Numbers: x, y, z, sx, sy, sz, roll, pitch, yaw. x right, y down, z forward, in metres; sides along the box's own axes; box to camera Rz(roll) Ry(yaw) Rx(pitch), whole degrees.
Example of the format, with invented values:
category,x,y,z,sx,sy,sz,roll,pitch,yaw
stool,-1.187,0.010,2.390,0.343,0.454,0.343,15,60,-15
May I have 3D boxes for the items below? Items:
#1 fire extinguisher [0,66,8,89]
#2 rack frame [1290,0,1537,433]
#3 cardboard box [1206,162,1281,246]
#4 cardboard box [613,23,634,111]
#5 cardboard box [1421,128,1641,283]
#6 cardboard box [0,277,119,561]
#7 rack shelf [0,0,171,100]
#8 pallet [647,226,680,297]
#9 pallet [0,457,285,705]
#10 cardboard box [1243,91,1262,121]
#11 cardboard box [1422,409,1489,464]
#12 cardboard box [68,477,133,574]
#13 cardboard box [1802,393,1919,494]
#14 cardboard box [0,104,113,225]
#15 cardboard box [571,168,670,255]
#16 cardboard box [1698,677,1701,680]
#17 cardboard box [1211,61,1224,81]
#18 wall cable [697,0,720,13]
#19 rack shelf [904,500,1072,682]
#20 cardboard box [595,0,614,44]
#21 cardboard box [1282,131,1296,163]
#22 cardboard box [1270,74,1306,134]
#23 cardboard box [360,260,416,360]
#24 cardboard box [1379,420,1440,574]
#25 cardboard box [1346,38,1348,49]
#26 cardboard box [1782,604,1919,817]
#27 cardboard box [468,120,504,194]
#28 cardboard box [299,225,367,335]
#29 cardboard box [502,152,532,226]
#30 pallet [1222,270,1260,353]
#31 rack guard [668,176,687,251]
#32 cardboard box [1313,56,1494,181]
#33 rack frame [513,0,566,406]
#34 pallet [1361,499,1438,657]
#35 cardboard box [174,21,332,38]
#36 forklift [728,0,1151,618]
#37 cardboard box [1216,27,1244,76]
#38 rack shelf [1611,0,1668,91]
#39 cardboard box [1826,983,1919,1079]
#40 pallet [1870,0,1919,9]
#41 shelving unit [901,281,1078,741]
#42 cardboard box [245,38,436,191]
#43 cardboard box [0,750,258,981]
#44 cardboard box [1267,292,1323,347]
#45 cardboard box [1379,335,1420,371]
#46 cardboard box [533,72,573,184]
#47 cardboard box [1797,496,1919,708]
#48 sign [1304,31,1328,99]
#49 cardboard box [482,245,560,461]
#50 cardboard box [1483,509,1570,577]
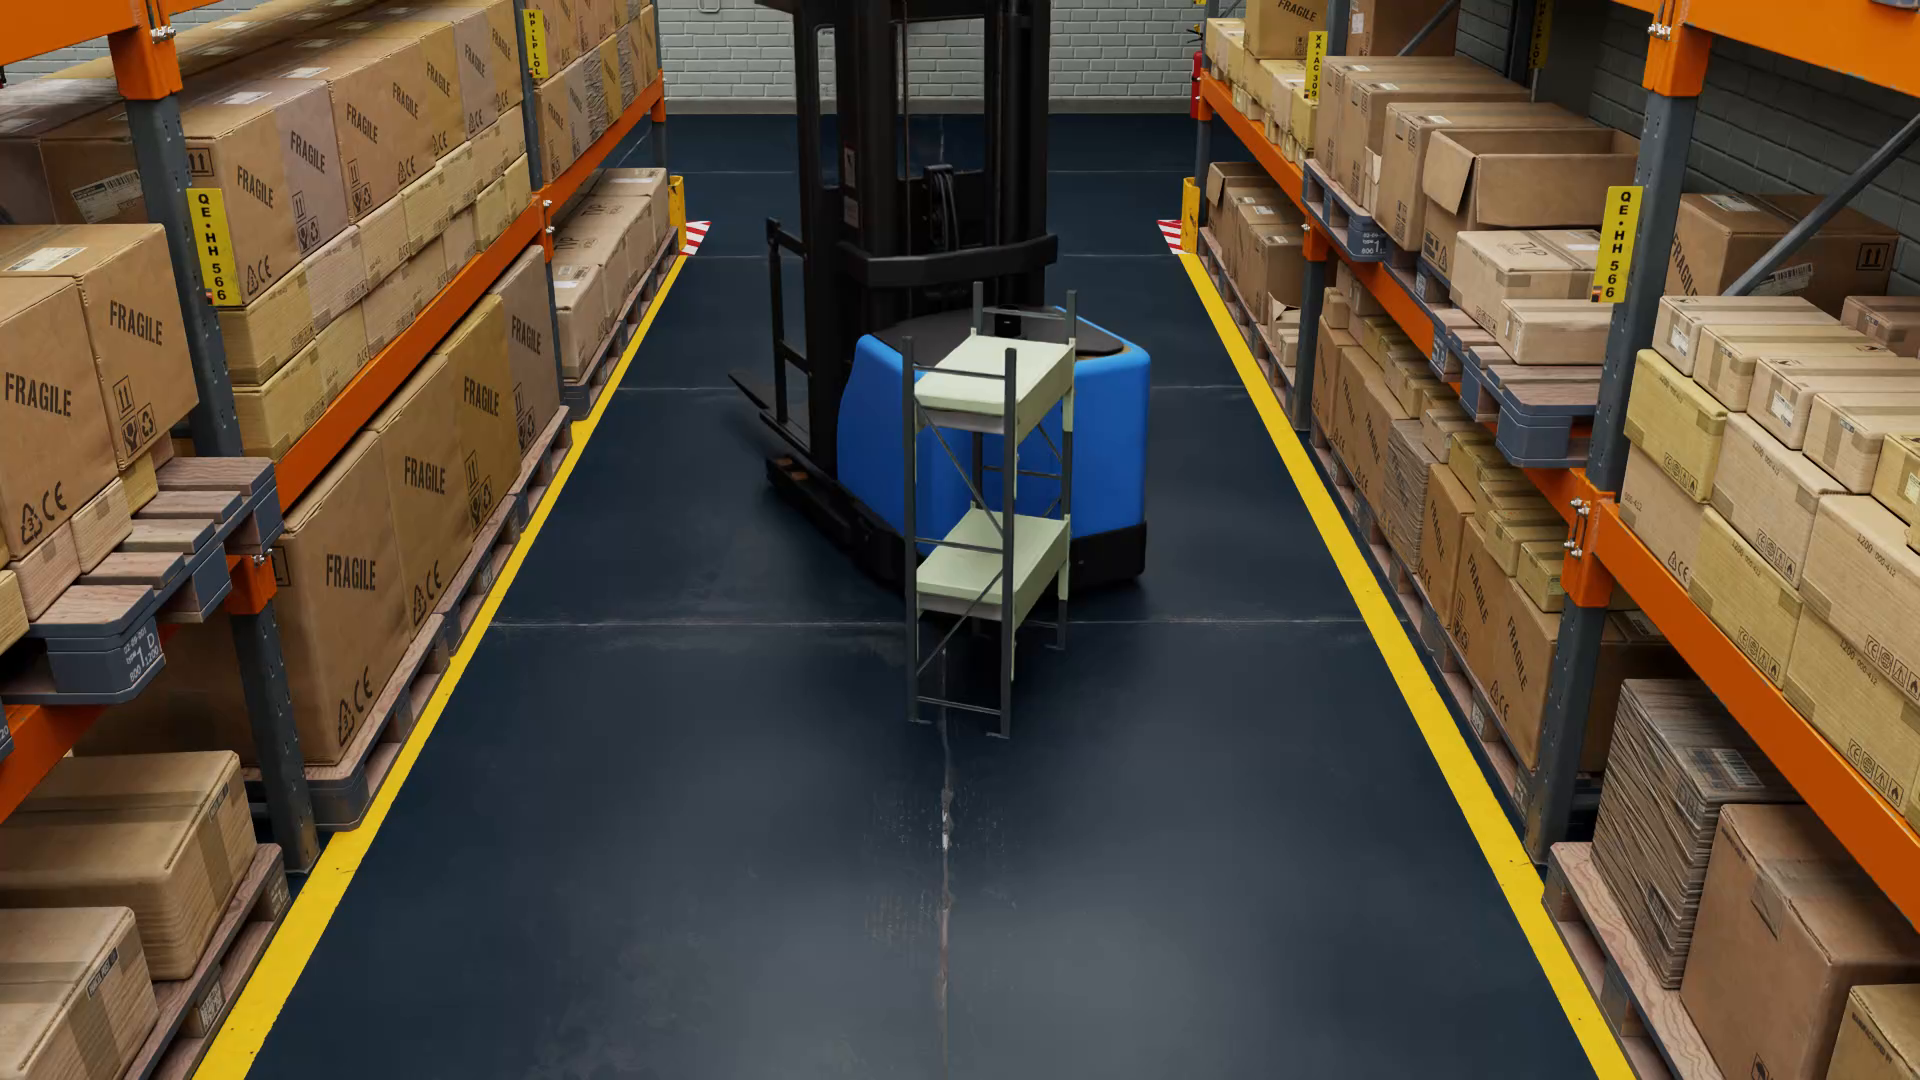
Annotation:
category,x,y,z,sx,sy,sz,roll,pitch,yaw
fire extinguisher,-7.177,-3.440,12.263,0.296,0.674,0.183,0,24,-1
rack frame,2.320,-1.979,8.485,1.000,3.000,0.127,0,24,-1
cardboard box,2.189,-2.429,11.999,0.797,0.503,0.637,-1,24,-3
cardboard box,-2.411,-3.032,10.694,0.500,0.500,0.500,0,24,1
cardboard box,2.161,-1.241,6.219,0.797,0.503,0.637,-1,24,-2
cardboard box,-2.300,-0.280,3.738,0.500,0.500,0.500,-1,24,-1
rack shelf,-2.578,-0.522,2.496,1.077,0.370,4.000,0,24,-1
pallet,-2.600,-2.004,11.924,1.003,0.211,1.213,0,24,-1
pallet,-2.485,0.074,4.180,1.213,0.211,1.003,0,24,-1
cardboard box,1.993,-2.737,10.465,0.380,0.149,0.250,0,24,1
cardboard box,2.119,-0.427,6.792,0.380,0.149,0.250,-1,24,-3
cardboard box,-2.238,-0.036,3.985,0.380,0.149,0.250,0,24,-1
cardboard box,2.121,-0.216,3.678,0.380,0.149,0.250,0,24,0
cardboard box,-2.867,-1.020,5.030,0.500,0.500,0.500,-1,24,-2
cardboard box,-2.580,-2.356,11.918,0.875,0.438,0.875,-1,24,-2
cardboard box,2.640,0.442,5.656,0.500,0.500,0.500,1,24,1
cardboard box,2.006,-3.376,11.879,0.380,0.149,0.250,0,24,-1
wall cable,-2.772,-6.404,16.998,0.585,1.953,0.123,0,24,-1
rack shelf,0.119,0.178,6.327,0.431,0.370,0.720,8,26,18
cardboard box,-2.403,-3.281,10.029,0.500,0.500,0.500,0,24,-1
cardboard box,2.013,-2.209,9.299,0.380,0.149,0.250,0,24,1
cardboard box,2.050,-2.461,9.373,0.500,0.250,0.500,0,24,0
cardboard box,-2.376,-0.869,6.213,0.500,0.250,0.500,1,24,1
cardboard box,2.117,-0.192,7.059,0.500,0.500,0.500,-1,24,-2
cardboard box,2.552,-3.089,10.762,0.500,0.250,0.500,1,24,1
cardboard box,2.138,0.341,3.538,0.500,0.250,0.500,-1,24,-2
cardboard box,-2.382,-1.728,7.506,0.500,0.250,0.500,0,24,1
cardboard box,-2.363,-0.889,5.651,0.500,0.250,0.500,0,24,1
cardboard box,-2.386,-1.703,8.057,0.500,0.250,0.500,-1,24,-2
pallet,2.298,-1.495,10.800,1.003,0.211,1.213,0,24,-1
rack guard,-2.687,-2.474,12.614,1.175,0.500,0.348,0,24,-1
cardboard box,2.102,-2.015,7.935,0.700,0.500,0.500,0,24,1
rack frame,-2.643,-1.955,8.433,1.000,3.000,0.127,0,24,-1
pallet,2.383,0.131,7.205,1.003,0.211,1.213,0,24,-1
cardboard box,-2.890,-1.857,6.882,0.500,0.500,0.500,-1,24,-2
forklift,-0.310,-1.585,7.698,1.130,2.935,3.031,-12,27,-25
cardboard box,2.018,-3.298,11.224,0.500,0.250,0.500,0,24,0
rack shelf,2.342,-2.194,6.193,1.077,0.370,4.000,0,24,-1
cardboard box,2.380,1.364,3.467,0.875,0.625,0.625,-1,24,-3
pallet,2.461,-1.332,3.644,1.213,0.211,1.003,1,24,2
shelving unit,0.119,-0.119,6.192,0.431,1.500,0.755,8,26,18
cardboard box,-2.368,-1.638,6.397,0.500,0.500,0.500,0,24,0
cardboard box,-2.603,0.932,4.728,0.950,0.372,0.625,-2,24,-4
cardboard box,2.017,-1.300,9.792,0.396,0.266,0.258,1,24,1
cardboard box,2.169,-0.845,7.716,0.380,0.149,0.250,-1,24,-1
cardboard box,-2.386,-2.195,8.842,0.500,0.500,0.500,1,24,1
cardboard box,2.116,0.116,3.429,0.500,0.250,0.500,-1,24,-2
sign,1.778,-2.368,8.295,0.100,0.325,0.005,0,24,-1
cardboard box,-2.556,-0.923,8.220,0.875,0.875,0.875,0,24,1
cardboard box,2.071,0.007,5.832,0.380,0.149,0.250,-1,24,-3
